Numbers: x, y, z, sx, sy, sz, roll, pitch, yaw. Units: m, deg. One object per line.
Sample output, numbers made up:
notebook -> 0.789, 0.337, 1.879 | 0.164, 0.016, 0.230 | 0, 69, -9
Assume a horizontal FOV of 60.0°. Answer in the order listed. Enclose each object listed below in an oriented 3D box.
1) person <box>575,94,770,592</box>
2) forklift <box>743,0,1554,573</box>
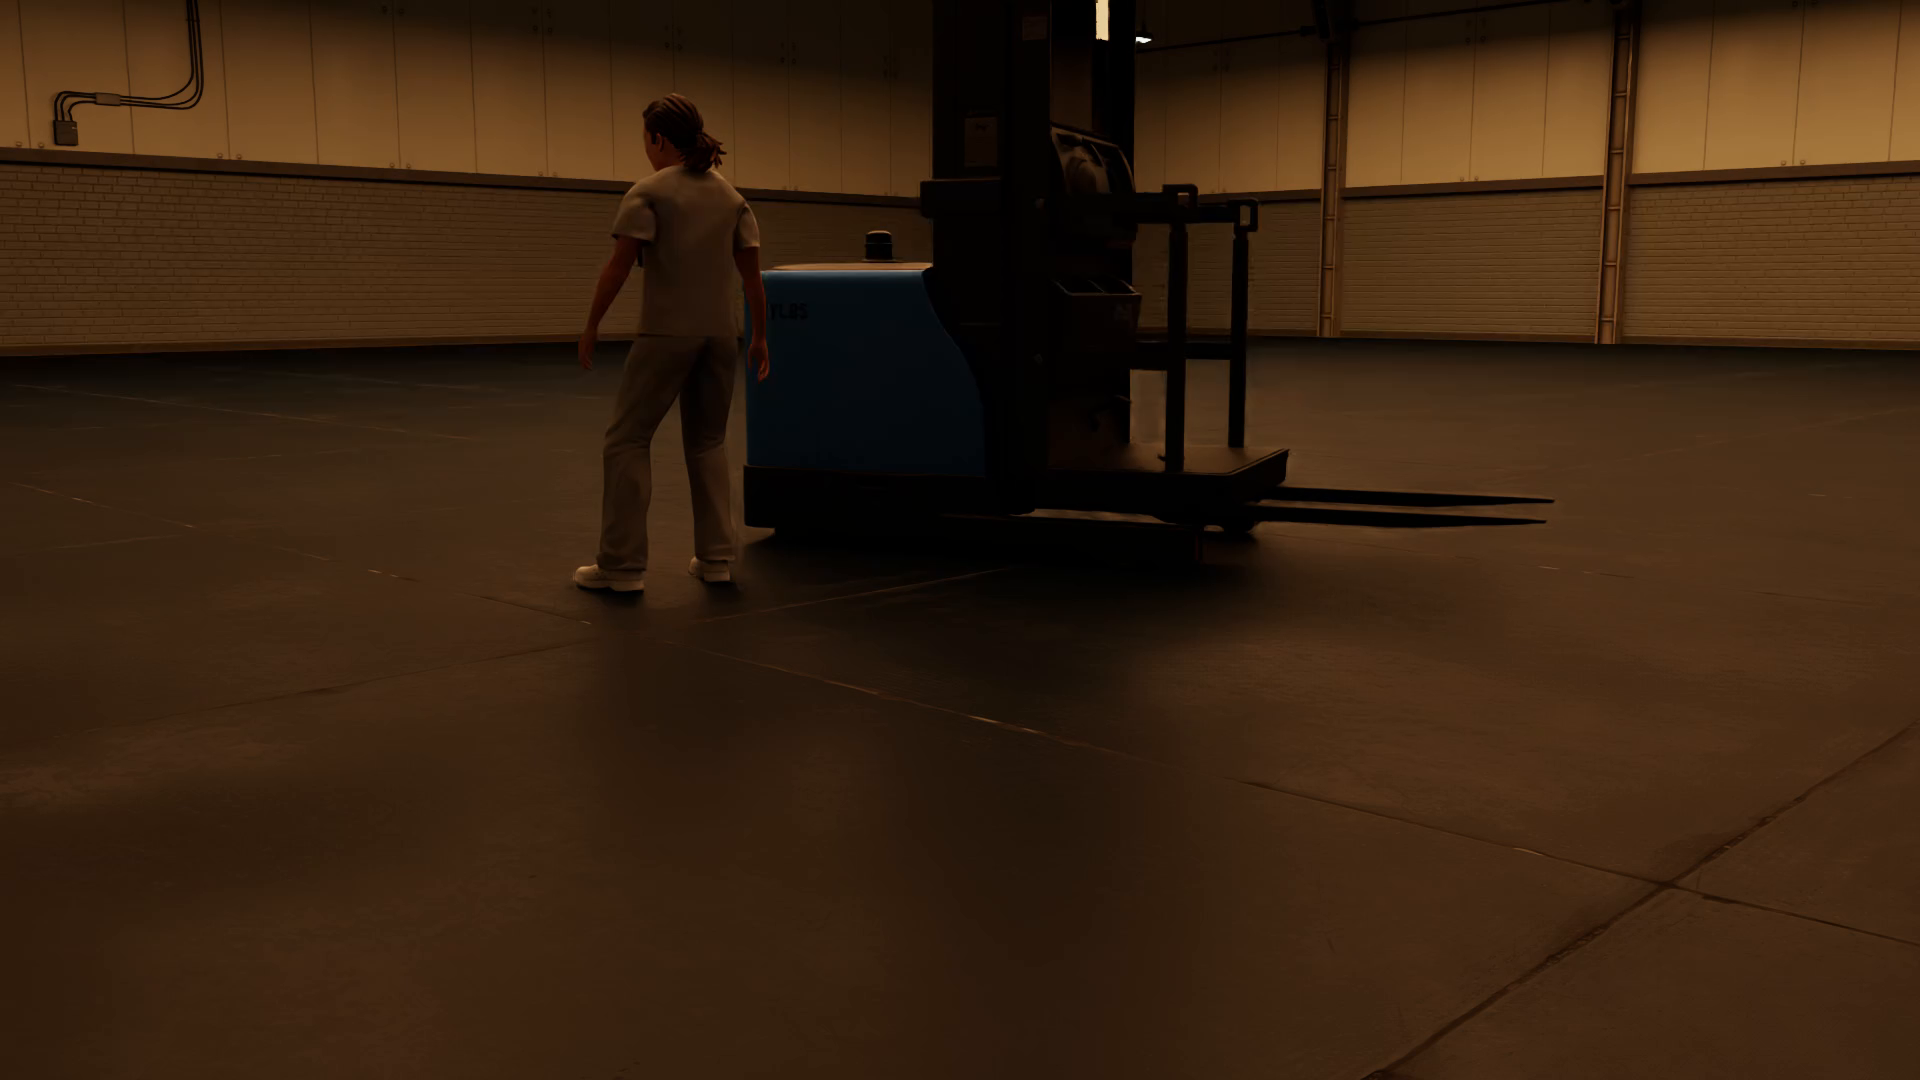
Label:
person -> -0.963, -0.672, 5.662 | 0.681, 1.644, 0.360 | -7, 11, -40
forklift -> 0.703, -1.422, 6.317 | 3.031, 2.935, 1.130 | 3, 9, 22
